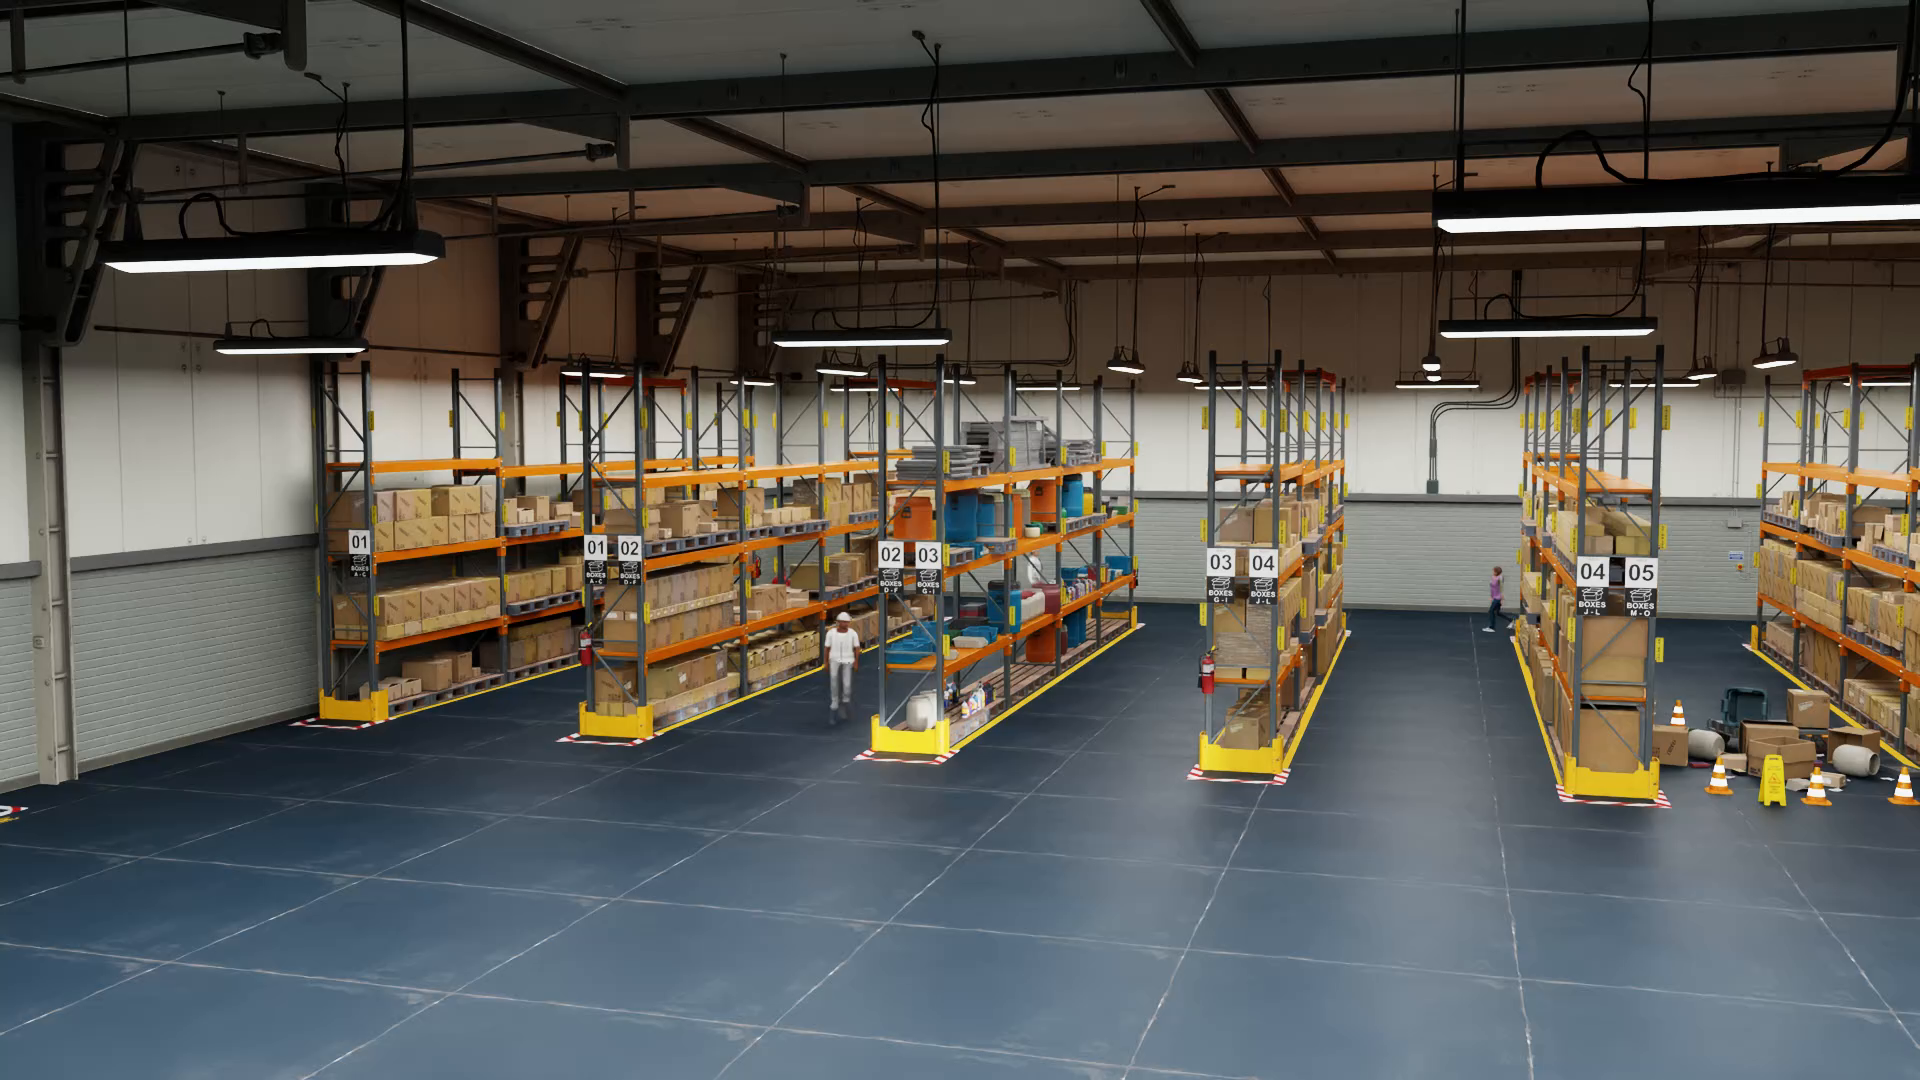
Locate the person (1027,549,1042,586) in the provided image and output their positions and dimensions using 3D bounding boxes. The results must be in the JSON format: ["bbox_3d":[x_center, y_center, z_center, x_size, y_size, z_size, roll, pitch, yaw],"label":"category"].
[{"bbox_3d":[1.917,1.007,43.971,0.501,1.667,0.509,1,4,17],"label":"person"}]

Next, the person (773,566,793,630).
[{"bbox_3d":[-4.057,1.449,37.744,0.576,1.723,0.533,3,5,40],"label":"person"}]

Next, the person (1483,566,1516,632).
[{"bbox_3d":[12.801,1.390,39.417,0.808,1.564,0.415,1,4,8],"label":"person"}]

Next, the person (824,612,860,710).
[{"bbox_3d":[-1.966,2.001,27.765,0.593,1.567,0.692,0,4,-6],"label":"person"}]
